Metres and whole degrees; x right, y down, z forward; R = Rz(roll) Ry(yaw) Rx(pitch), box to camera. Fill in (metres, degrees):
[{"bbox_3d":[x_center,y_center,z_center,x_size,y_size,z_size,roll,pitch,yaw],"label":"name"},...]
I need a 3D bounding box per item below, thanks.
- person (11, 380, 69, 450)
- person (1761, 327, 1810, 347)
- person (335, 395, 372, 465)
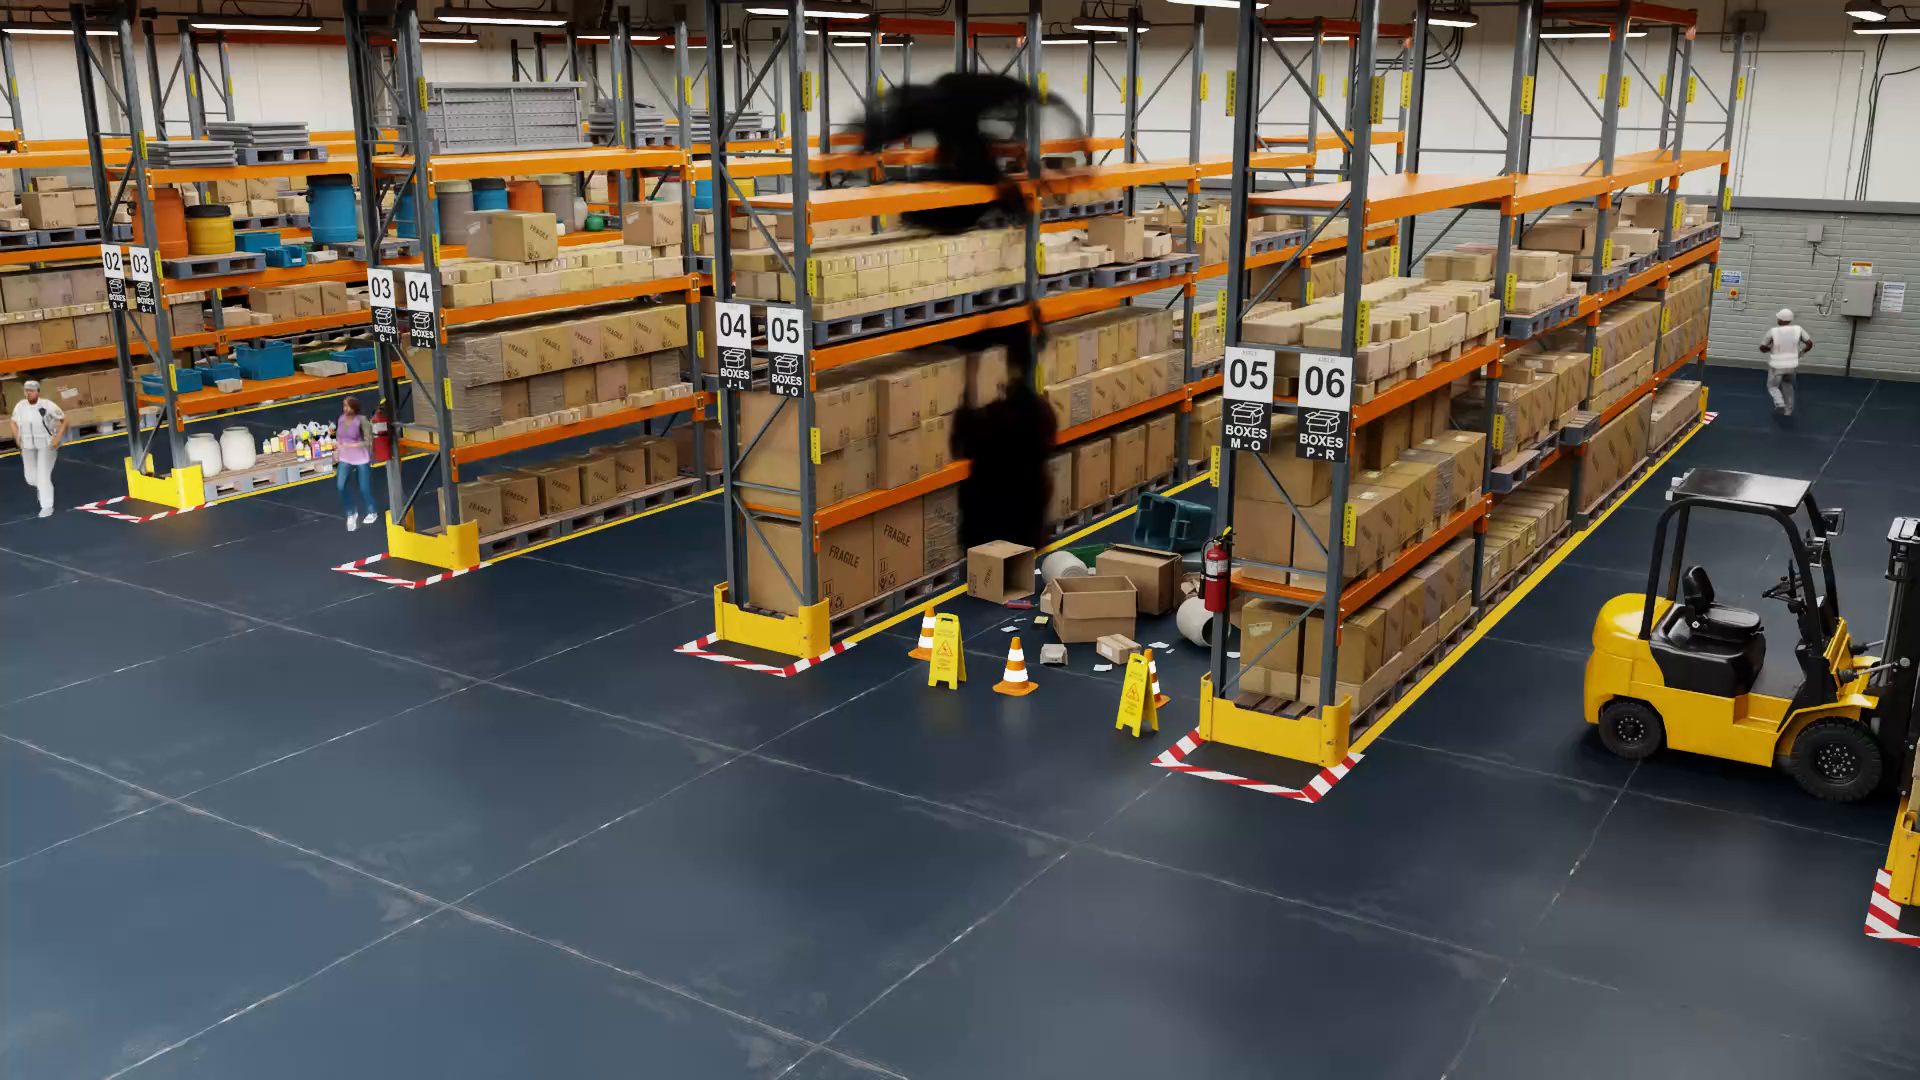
[{"bbox_3d":[-11.210,-1.510,20.145,0.639,0.845,0.390,-3,16,-9],"label":"person"},{"bbox_3d":[12.739,-2.992,25.720,0.673,0.629,0.374,2,16,8],"label":"person"},{"bbox_3d":[-7.097,-1.270,19.304,0.510,0.804,0.605,1,16,5],"label":"person"}]
